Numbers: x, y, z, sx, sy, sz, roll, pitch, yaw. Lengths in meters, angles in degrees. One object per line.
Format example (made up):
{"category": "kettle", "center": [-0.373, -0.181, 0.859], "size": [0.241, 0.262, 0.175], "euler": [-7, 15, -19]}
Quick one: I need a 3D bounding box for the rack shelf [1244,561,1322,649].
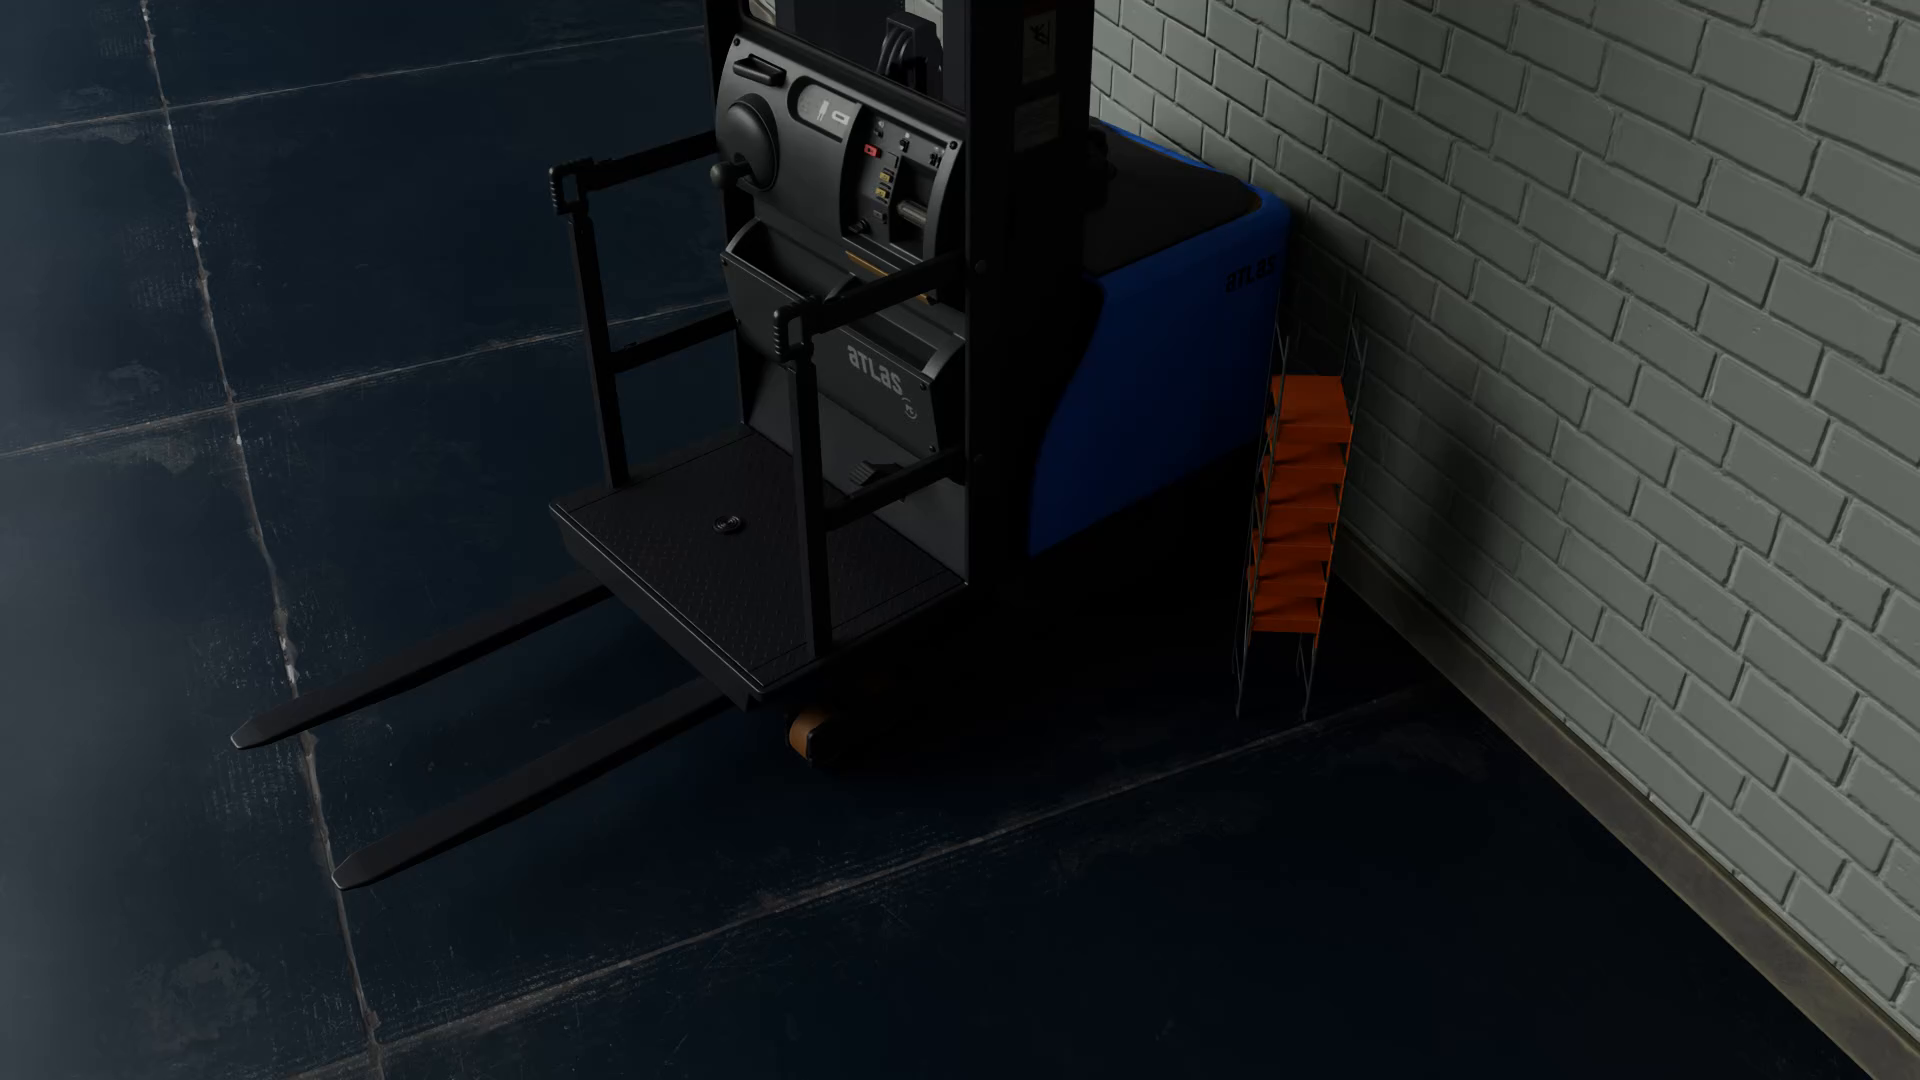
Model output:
{"category": "rack shelf", "center": [0.866, 0.172, 4.488], "size": [0.180, 0.103, 0.258], "euler": [2, 37, 3]}

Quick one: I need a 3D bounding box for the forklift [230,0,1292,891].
{"category": "forklift", "center": [-0.479, -0.934, 4.049], "size": [3.031, 2.935, 1.130], "euler": [-27, 44, -31]}

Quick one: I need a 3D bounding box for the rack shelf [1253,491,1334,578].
{"category": "rack shelf", "center": [0.866, -0.021, 4.345], "size": [0.180, 0.103, 0.258], "euler": [2, 37, 3]}

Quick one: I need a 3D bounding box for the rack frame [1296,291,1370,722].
{"category": "rack frame", "center": [0.957, -0.053, 4.314], "size": [0.006, 1.200, 0.240], "euler": [2, 37, 3]}

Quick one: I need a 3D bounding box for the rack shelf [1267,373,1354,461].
{"category": "rack shelf", "center": [0.866, -0.310, 4.131], "size": [0.180, 0.103, 0.258], "euler": [2, 37, 3]}

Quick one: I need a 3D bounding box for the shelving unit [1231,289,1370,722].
{"category": "shelving unit", "center": [0.866, -0.056, 4.319], "size": [0.189, 1.200, 0.258], "euler": [2, 37, 3]}

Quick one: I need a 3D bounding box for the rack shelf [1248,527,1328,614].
{"category": "rack shelf", "center": [0.866, 0.076, 4.417], "size": [0.180, 0.103, 0.258], "euler": [2, 37, 3]}

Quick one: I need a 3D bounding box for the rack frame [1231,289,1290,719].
{"category": "rack frame", "center": [0.774, -0.060, 4.324], "size": [0.006, 1.200, 0.240], "euler": [2, 37, 3]}

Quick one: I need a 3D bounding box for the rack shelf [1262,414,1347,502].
{"category": "rack shelf", "center": [0.866, -0.213, 4.202], "size": [0.180, 0.103, 0.258], "euler": [2, 37, 3]}

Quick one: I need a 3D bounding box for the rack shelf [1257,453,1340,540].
{"category": "rack shelf", "center": [0.866, -0.117, 4.274], "size": [0.180, 0.103, 0.258], "euler": [2, 37, 3]}
